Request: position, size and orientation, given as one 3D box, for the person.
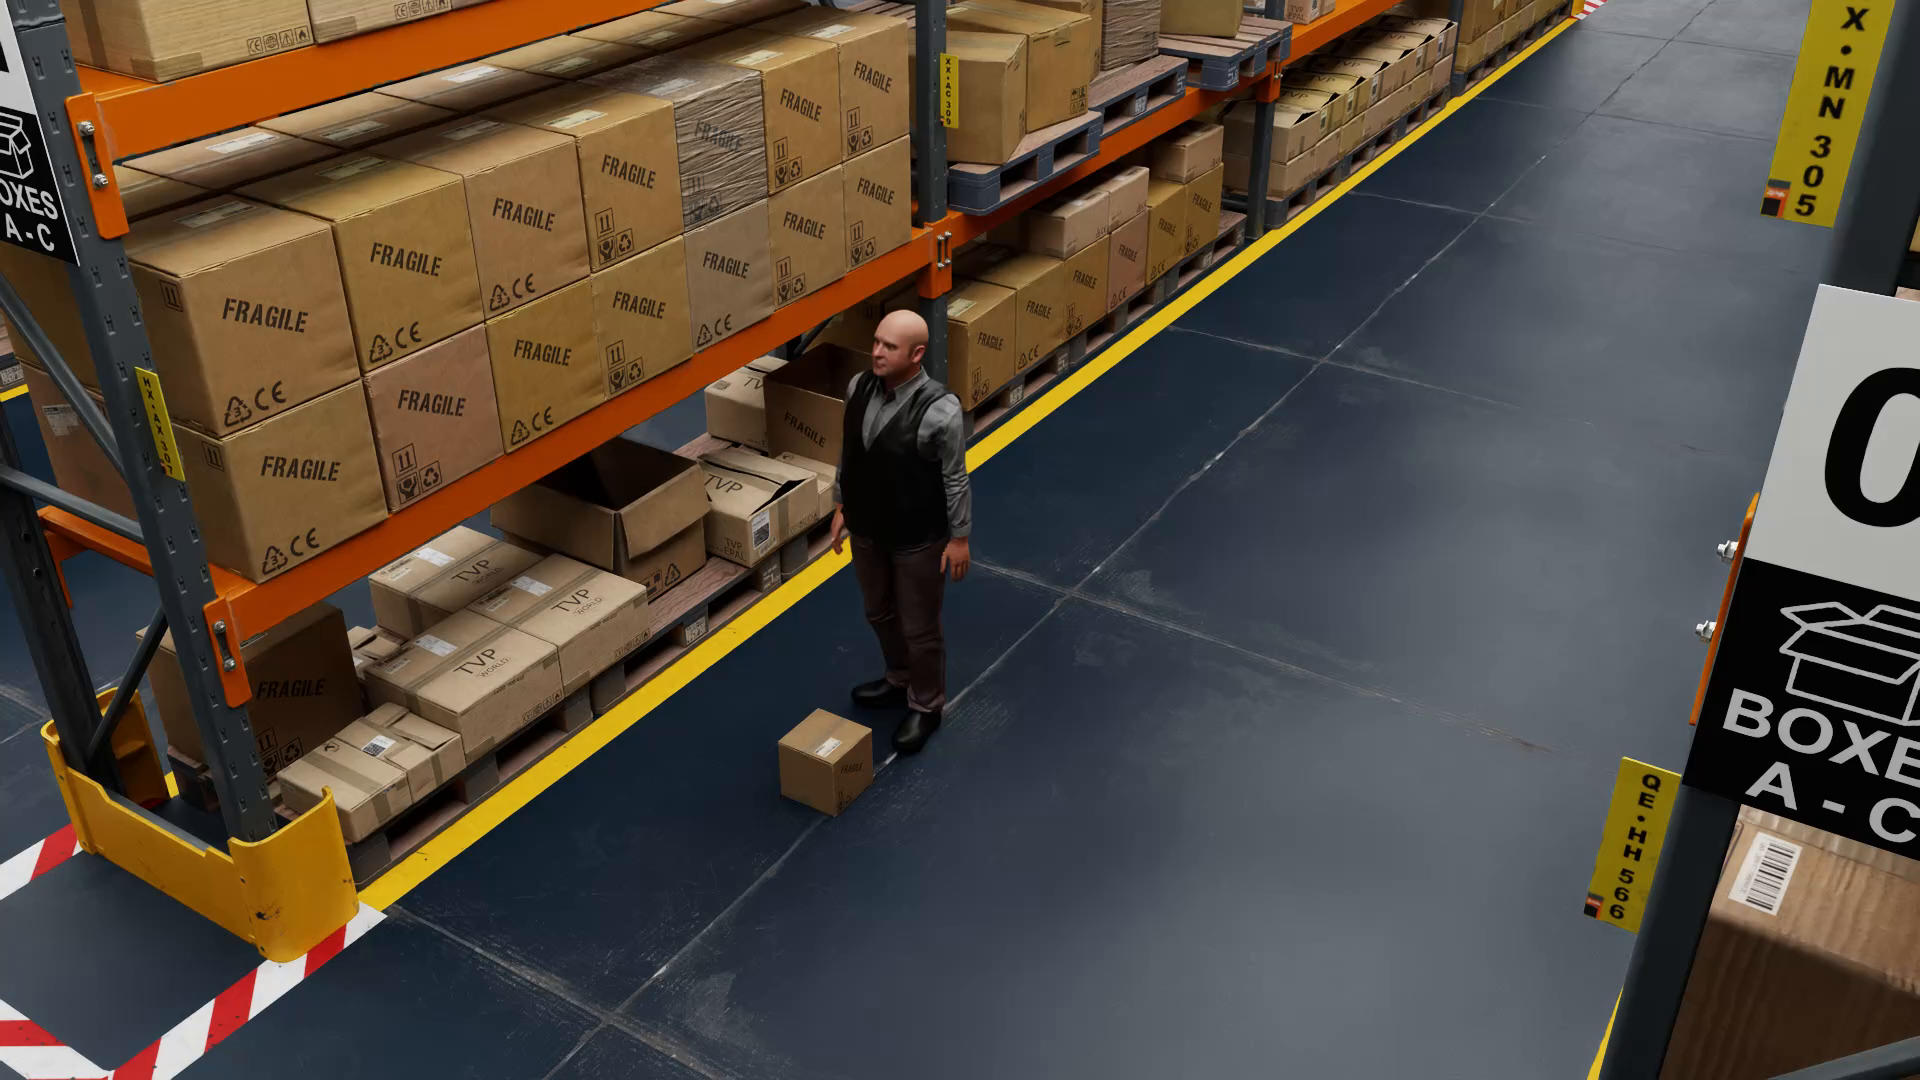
[{"bbox_3d":[-0.231,-0.038,6.187,0.560,1.721,0.384,23,37,33],"label":"person"}]
